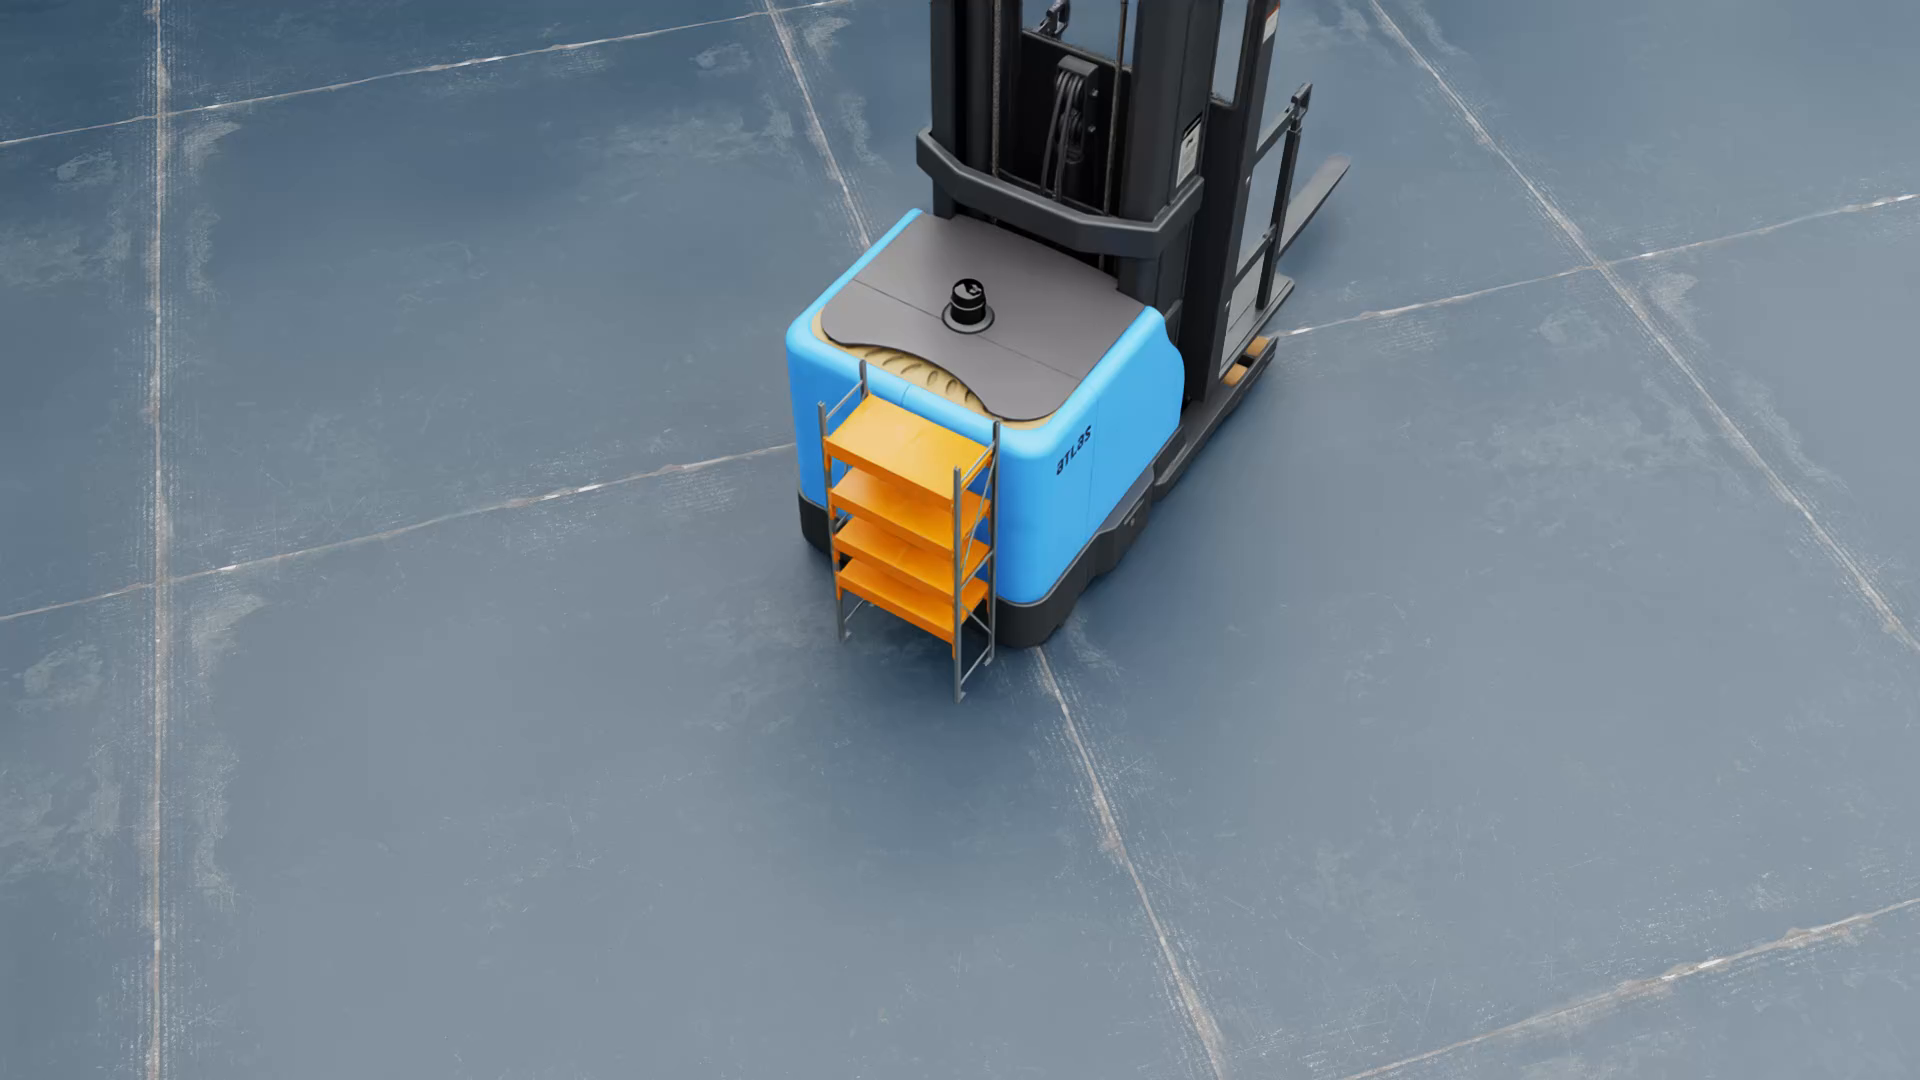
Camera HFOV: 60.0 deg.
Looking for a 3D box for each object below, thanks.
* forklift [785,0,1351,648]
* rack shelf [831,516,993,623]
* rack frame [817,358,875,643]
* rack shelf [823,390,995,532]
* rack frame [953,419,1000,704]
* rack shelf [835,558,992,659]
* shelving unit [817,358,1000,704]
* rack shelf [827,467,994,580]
[{"bbox_3d":[0.635,-1.675,5.745,1.130,2.935,3.031,26,55,21],"label":"forklift"},{"bbox_3d":[-0.155,0.046,5.514,0.480,0.148,0.258,26,55,20],"label":"rack shelf"},{"bbox_3d":[-0.361,-0.097,5.547,0.015,1.200,0.240,26,55,20],"label":"rack frame"},{"bbox_3d":[-0.155,-0.250,5.162,0.480,0.148,0.258,26,55,20],"label":"rack shelf"},{"bbox_3d":[0.051,0.103,5.378,0.015,1.200,0.240,26,55,20],"label":"rack frame"},{"bbox_3d":[-0.155,0.174,5.666,0.480,0.148,0.258,26,55,20],"label":"rack shelf"},{"bbox_3d":[-0.155,0.003,5.463,0.503,1.200,0.258,26,55,20],"label":"shelving unit"},{"bbox_3d":[-0.155,-0.098,5.343,0.480,0.148,0.258,26,55,20],"label":"rack shelf"}]
